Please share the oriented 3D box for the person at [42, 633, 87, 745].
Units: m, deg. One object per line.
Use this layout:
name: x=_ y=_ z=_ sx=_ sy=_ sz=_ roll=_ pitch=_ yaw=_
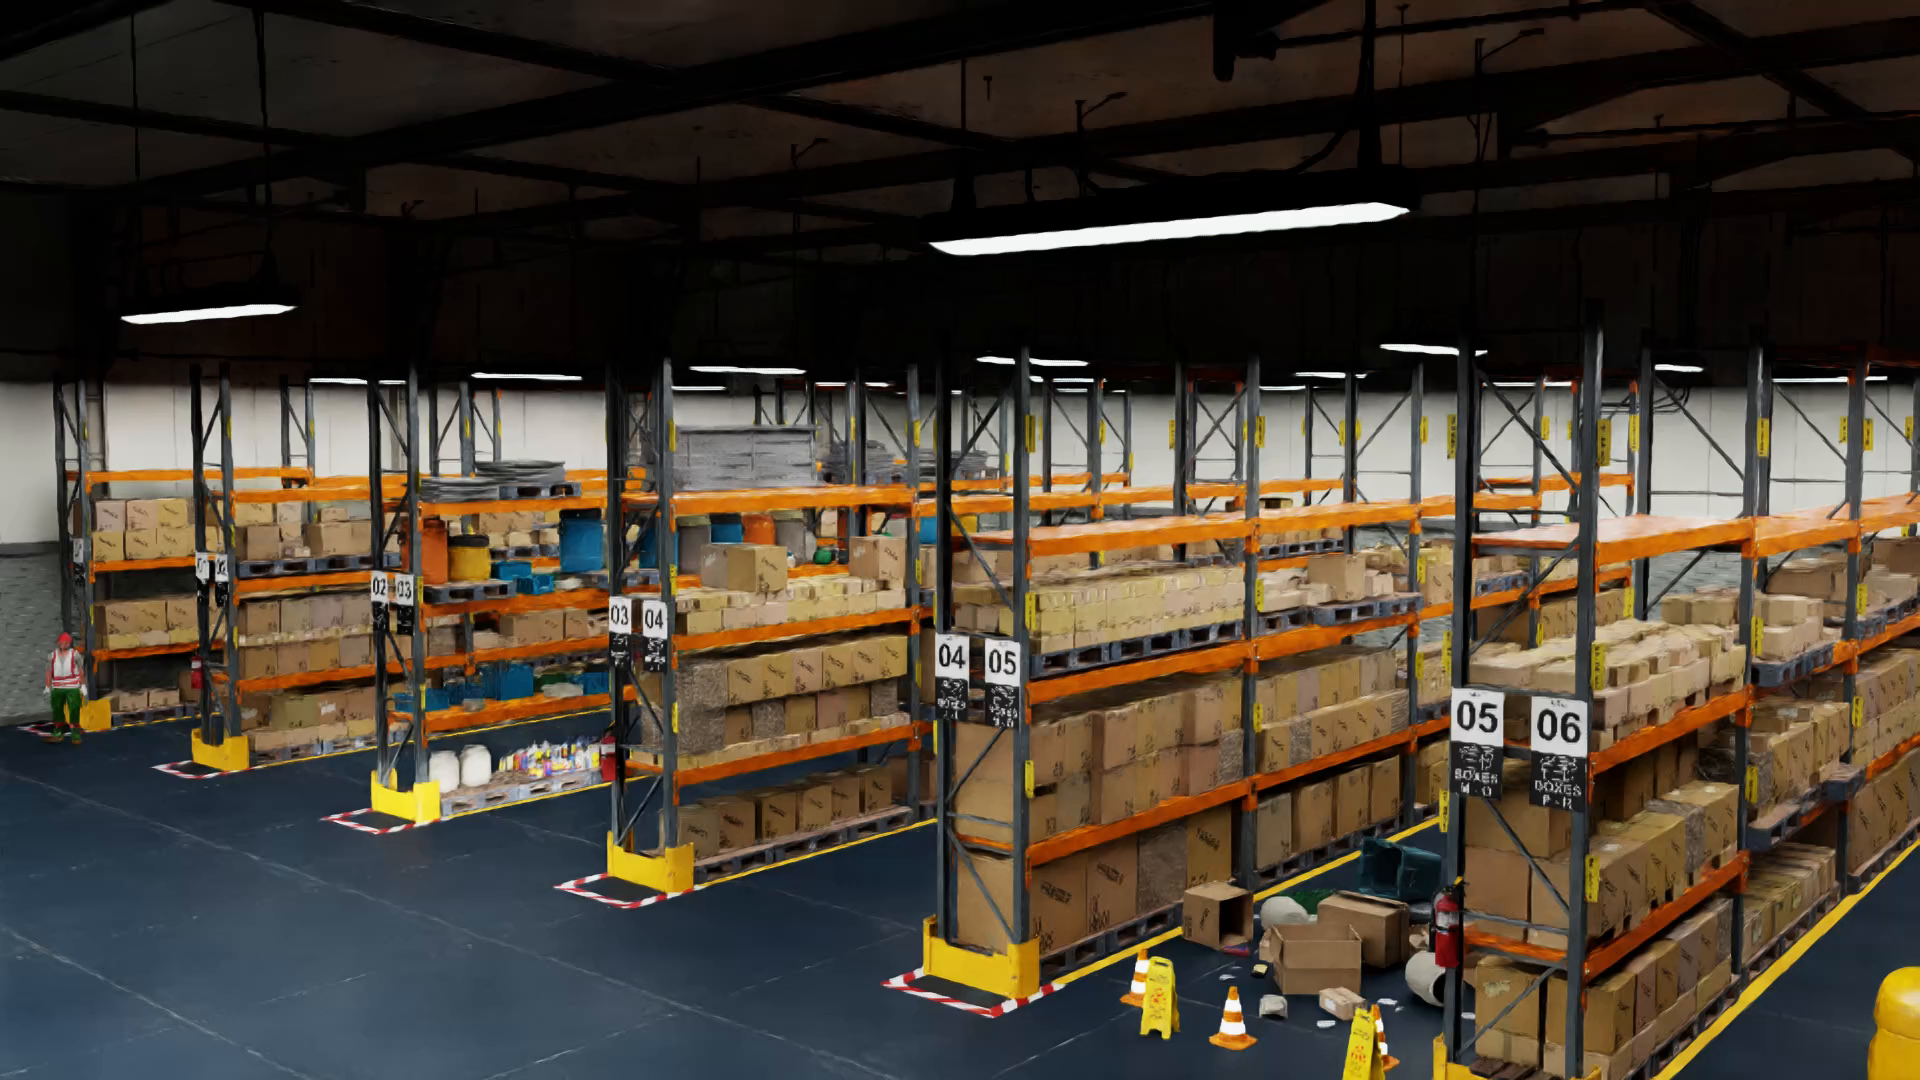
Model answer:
person: x=-14.315 y=2.364 z=26.493 sx=0.692 sy=1.790 sz=0.471 roll=-1 pitch=4 yaw=-12
